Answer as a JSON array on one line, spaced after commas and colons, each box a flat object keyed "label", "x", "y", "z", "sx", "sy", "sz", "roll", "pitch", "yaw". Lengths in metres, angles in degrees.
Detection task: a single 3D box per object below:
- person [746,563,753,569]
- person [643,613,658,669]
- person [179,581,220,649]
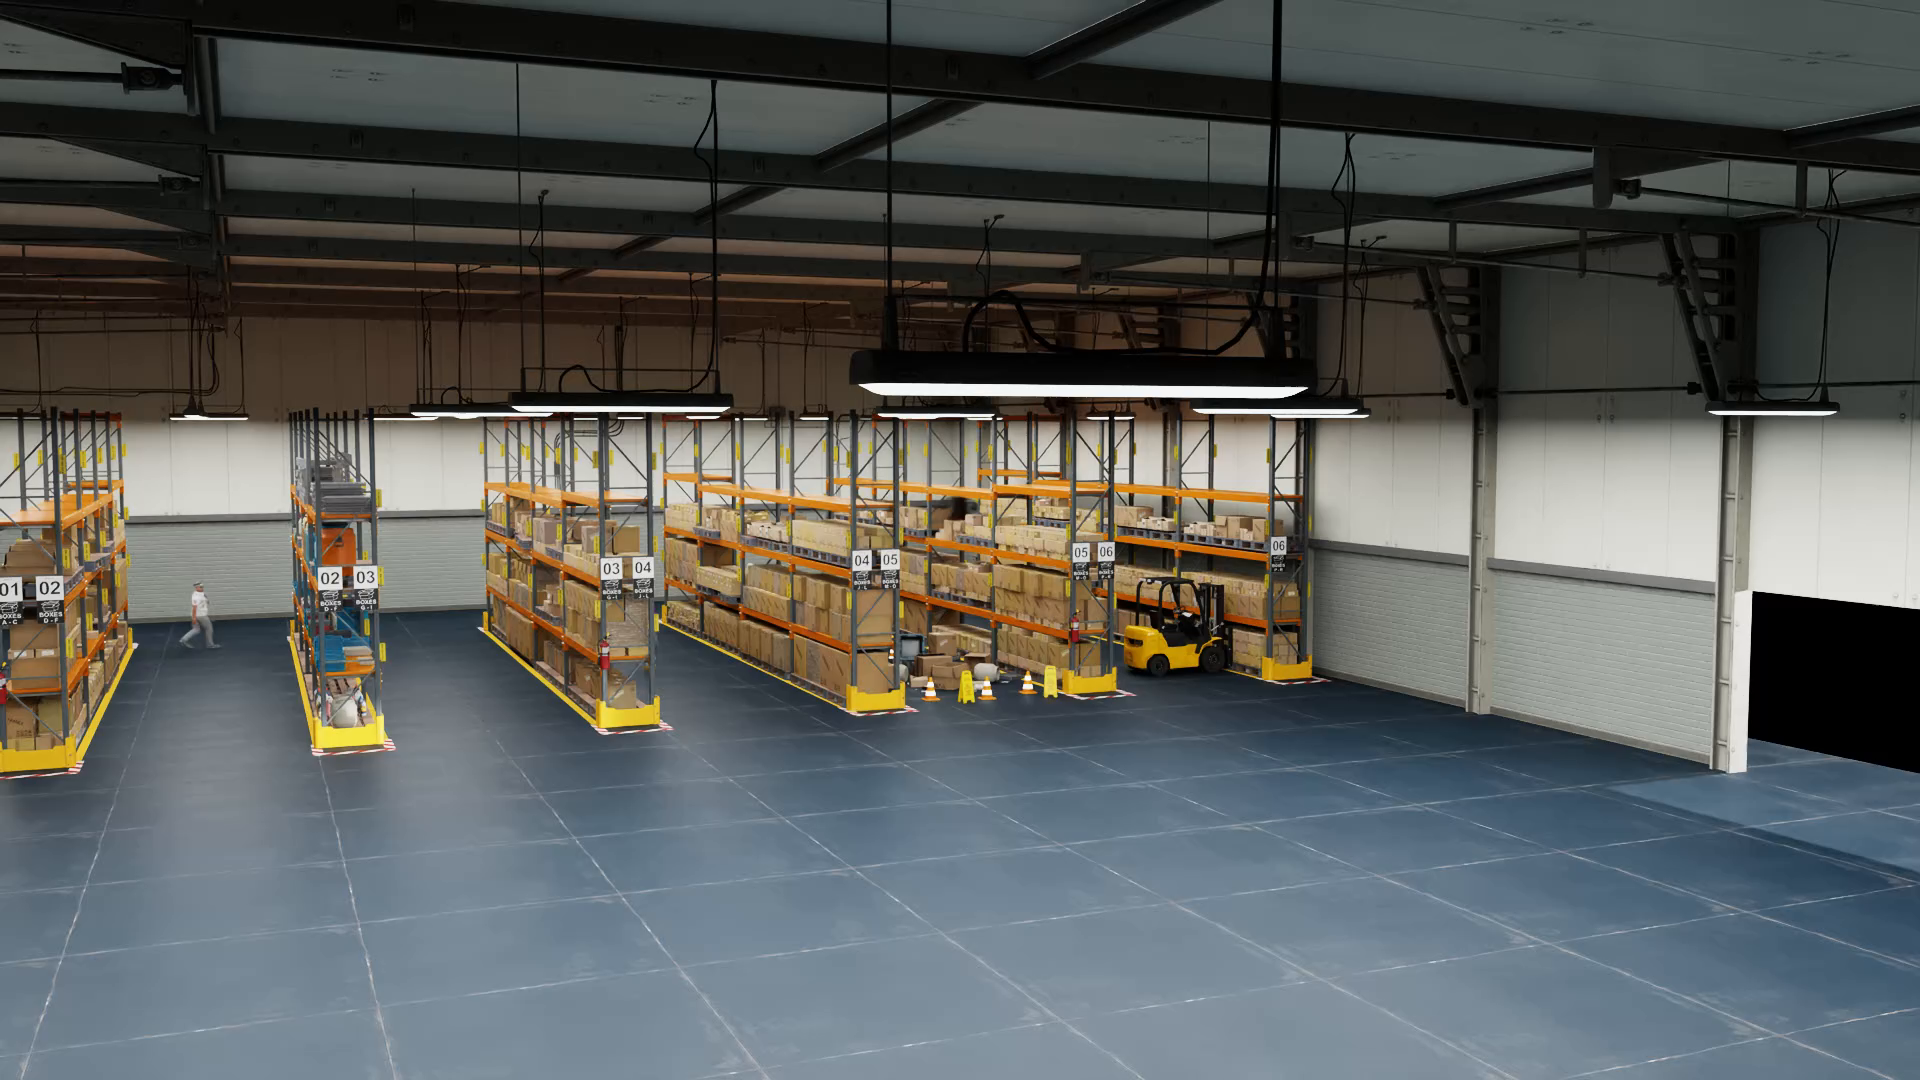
[{"label": "person", "x": -5.871, "y": 1.549, "z": 47.009, "sx": 0.497, "sy": 1.796, "sz": 0.580, "roll": -2, "pitch": 4, "yaw": -25}, {"label": "person", "x": -7.288, "y": 2.132, "z": 38.844, "sx": 0.440, "sy": 1.773, "sz": 0.620, "roll": 1, "pitch": 4, "yaw": 15}, {"label": "person", "x": -19.250, "y": 1.903, "z": 42.049, "sx": 0.502, "sy": 1.732, "sz": 0.960, "roll": 3, "pitch": 5, "yaw": 40}]
